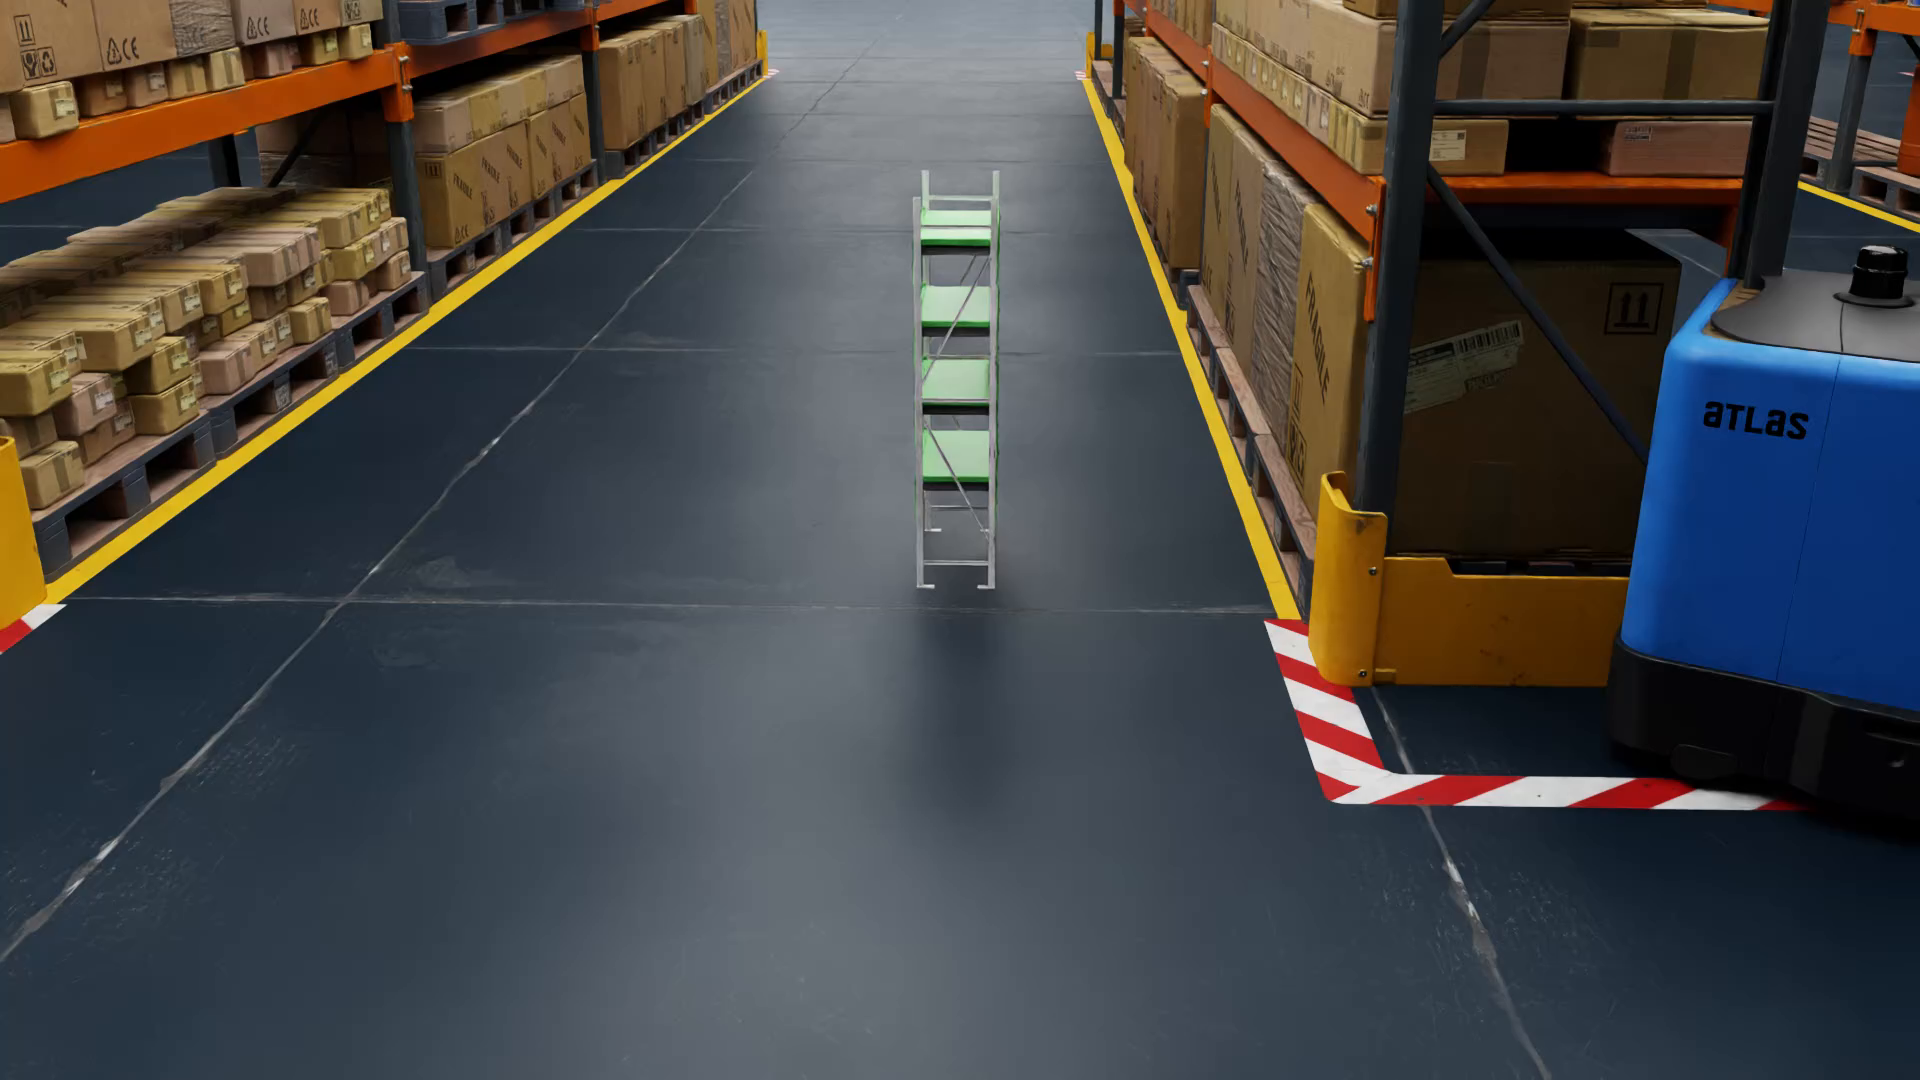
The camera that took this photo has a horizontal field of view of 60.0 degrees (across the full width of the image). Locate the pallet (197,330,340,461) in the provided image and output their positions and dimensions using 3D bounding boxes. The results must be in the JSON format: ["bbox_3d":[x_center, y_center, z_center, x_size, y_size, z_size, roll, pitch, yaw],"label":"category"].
[{"bbox_3d":[-3.272,-0.618,6.830,1.003,0.211,1.213,1,21,2],"label":"pallet"}]

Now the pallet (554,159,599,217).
[{"bbox_3d":[-3.157,-2.467,11.595,1.003,0.211,1.213,1,21,2],"label":"pallet"}]

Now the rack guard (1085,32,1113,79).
[{"bbox_3d":[2.064,-5.658,19.420,1.175,0.500,0.348,1,21,2],"label":"rack guard"}]

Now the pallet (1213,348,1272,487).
[{"bbox_3d":[1.566,-0.496,6.515,1.003,0.211,1.213,1,21,2],"label":"pallet"}]

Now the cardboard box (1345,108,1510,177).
[{"bbox_3d":[1.262,-1.081,4.516,0.380,0.149,0.250,1,21,3],"label":"cardboard box"}]

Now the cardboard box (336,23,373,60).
[{"bbox_3d":[-2.927,-2.286,7.621,0.380,0.149,0.250,0,21,0],"label":"cardboard box"}]

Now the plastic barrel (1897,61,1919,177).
[{"bbox_3d":[6.776,-2.911,11.304,0.600,0.830,0.708,1,21,2],"label":"plastic barrel"}]

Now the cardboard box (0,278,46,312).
[{"bbox_3d":[-3.642,-0.871,6.166,0.380,0.149,0.250,1,21,4],"label":"cardboard box"}]

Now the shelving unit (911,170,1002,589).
[{"bbox_3d":[-0.005,-0.500,5.158,0.258,1.200,0.503,1,21,2],"label":"shelving unit"}]

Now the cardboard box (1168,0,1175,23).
[{"bbox_3d":[1.494,-3.280,9.697,0.500,0.500,0.500,1,21,2],"label":"cardboard box"}]

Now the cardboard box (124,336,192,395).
[{"bbox_3d":[-3.002,-0.628,5.951,0.380,0.149,0.250,1,21,3],"label":"cardboard box"}]

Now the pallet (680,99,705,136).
[{"bbox_3d":[-2.958,-3.916,15.330,1.003,0.211,1.213,1,21,2],"label":"pallet"}]

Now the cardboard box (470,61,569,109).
[{"bbox_3d":[-2.895,-2.997,10.944,0.500,0.250,0.500,1,21,2],"label":"cardboard box"}]

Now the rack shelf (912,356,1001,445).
[{"bbox_3d":[-0.005,-0.440,5.181,0.258,0.148,0.480,1,21,2],"label":"rack shelf"}]

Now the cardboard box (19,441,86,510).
[{"bbox_3d":[-3.039,-0.210,5.283,0.380,0.149,0.250,1,21,3],"label":"cardboard box"}]

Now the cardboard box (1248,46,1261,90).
[{"bbox_3d":[1.321,-1.823,6.428,0.380,0.149,0.250,1,21,2],"label":"cardboard box"}]

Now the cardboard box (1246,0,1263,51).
[{"bbox_3d":[1.395,-2.047,6.454,0.500,0.250,0.500,1,21,3],"label":"cardboard box"}]

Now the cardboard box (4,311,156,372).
[{"bbox_3d":[-2.995,-0.678,5.666,0.380,0.149,0.250,1,21,1],"label":"cardboard box"}]

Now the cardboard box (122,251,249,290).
[{"bbox_3d":[-3.087,-1.055,6.639,0.380,0.149,0.250,1,21,2],"label":"cardboard box"}]

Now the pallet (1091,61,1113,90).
[{"bbox_3d":[2.004,-5.230,18.717,1.003,0.211,1.213,1,21,2],"label":"pallet"}]

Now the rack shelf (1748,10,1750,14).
[{"bbox_3d":[6.956,-5.738,17.165,1.077,0.370,4.000,1,21,2],"label":"rack shelf"}]

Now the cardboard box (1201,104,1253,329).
[{"bbox_3d":[1.602,-1.480,7.553,0.875,0.875,0.875,1,21,2],"label":"cardboard box"}]

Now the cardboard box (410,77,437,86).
[{"bbox_3d":[-3.452,-2.632,10.005,0.500,0.250,0.500,0,21,-1],"label":"cardboard box"}]

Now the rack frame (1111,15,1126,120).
[{"bbox_3d":[1.945,-5.405,15.312,1.000,3.000,0.127,1,21,2],"label":"rack frame"}]

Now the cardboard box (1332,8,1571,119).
[{"bbox_3d":[1.329,-1.313,4.562,0.500,0.250,0.500,0,21,1],"label":"cardboard box"}]

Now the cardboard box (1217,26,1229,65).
[{"bbox_3d":[1.352,-2.197,7.391,0.380,0.149,0.250,0,21,0],"label":"cardboard box"}]

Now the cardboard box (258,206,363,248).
[{"bbox_3d":[-2.972,-1.433,7.614,0.380,0.149,0.250,0,21,1],"label":"cardboard box"}]

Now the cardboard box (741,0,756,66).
[{"bbox_3d":[-2.843,-5.901,18.949,0.875,0.875,0.875,1,21,2],"label":"cardboard box"}]

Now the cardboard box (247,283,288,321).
[{"bbox_3d":[-3.053,-1.018,6.954,0.380,0.149,0.250,0,21,-1],"label":"cardboard box"}]

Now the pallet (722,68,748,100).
[{"bbox_3d":[-2.874,-4.912,17.897,1.003,0.211,1.213,1,21,2],"label":"pallet"}]

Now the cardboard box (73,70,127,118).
[{"bbox_3d":[-3.105,-1.536,5.687,0.380,0.149,0.250,0,21,1],"label":"cardboard box"}]

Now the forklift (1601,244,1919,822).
[{"bbox_3d":[3.121,-0.695,3.269,3.031,2.935,1.130,12,24,28],"label":"forklift"}]

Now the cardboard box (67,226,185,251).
[{"bbox_3d":[-3.571,-1.249,7.138,0.380,0.149,0.250,1,21,3],"label":"cardboard box"}]

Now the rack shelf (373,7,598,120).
[{"bbox_3d":[-3.192,-2.991,10.086,1.077,0.370,4.000,1,21,2],"label":"rack shelf"}]

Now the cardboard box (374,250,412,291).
[{"bbox_3d":[-2.924,-1.325,8.156,0.380,0.149,0.250,1,21,2],"label":"cardboard box"}]

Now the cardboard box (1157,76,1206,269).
[{"bbox_3d":[1.701,-1.949,8.762,1.225,0.875,0.875,1,21,2],"label":"cardboard box"}]

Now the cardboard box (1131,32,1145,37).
[{"bbox_3d":[2.007,-4.787,16.593,0.500,0.500,0.500,8,22,19],"label":"cardboard box"}]

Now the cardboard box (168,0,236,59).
[{"bbox_3d":[-3.057,-2.057,6.134,0.500,0.500,0.500,0,21,0],"label":"cardboard box"}]

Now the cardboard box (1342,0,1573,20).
[{"bbox_3d":[1.332,-1.663,4.429,0.500,0.500,0.500,1,21,2],"label":"cardboard box"}]

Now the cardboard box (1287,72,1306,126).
[{"bbox_3d":[1.291,-1.451,5.468,0.380,0.149,0.250,0,21,0],"label":"cardboard box"}]

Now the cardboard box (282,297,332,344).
[{"bbox_3d":[-2.956,-0.950,7.192,0.380,0.149,0.250,1,21,2],"label":"cardboard box"}]

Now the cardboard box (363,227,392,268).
[{"bbox_3d":[-2.941,-1.393,7.923,0.380,0.149,0.250,0,21,-1],"label":"cardboard box"}]

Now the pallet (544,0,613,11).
[{"bbox_3d":[-3.047,-3.701,11.187,1.213,0.211,1.003,1,21,2],"label":"pallet"}]

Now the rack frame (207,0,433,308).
[{"bbox_3d":[-3.253,-2.603,8.092,1.000,3.000,0.127,1,21,2],"label":"rack frame"}]

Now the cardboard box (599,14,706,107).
[{"bbox_3d":[-2.939,-4.417,15.297,1.050,0.750,0.750,1,21,1],"label":"cardboard box"}]

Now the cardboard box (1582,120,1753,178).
[{"bbox_3d":[1.921,-1.074,4.496,0.380,0.149,0.250,1,21,2],"label":"cardboard box"}]

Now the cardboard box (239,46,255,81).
[{"bbox_3d":[-3.066,-1.907,6.645,0.380,0.149,0.250,0,21,1],"label":"cardboard box"}]

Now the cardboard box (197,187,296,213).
[{"bbox_3d":[-3.471,-1.625,8.109,0.380,0.149,0.250,1,21,4],"label":"cardboard box"}]

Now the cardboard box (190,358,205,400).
[{"bbox_3d":[-3.082,-0.580,6.237,0.380,0.149,0.250,1,21,2],"label":"cardboard box"}]

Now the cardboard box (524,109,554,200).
[{"bbox_3d":[-2.909,-2.460,10.598,0.500,0.500,0.500,0,21,-1],"label":"cardboard box"}]

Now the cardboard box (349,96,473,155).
[{"bbox_3d":[-2.966,-2.248,9.013,0.500,0.250,0.500,0,21,-1],"label":"cardboard box"}]

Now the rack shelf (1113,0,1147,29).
[{"bbox_3d":[1.884,-4.346,13.578,1.077,0.370,4.000,1,21,2],"label":"rack shelf"}]

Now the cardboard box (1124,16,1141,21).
[{"bbox_3d":[2.031,-5.656,18.834,0.500,0.500,0.500,5,22,12],"label":"cardboard box"}]

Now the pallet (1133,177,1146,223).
[{"bbox_3d":[1.724,-2.374,11.356,1.003,0.211,1.213,1,21,2],"label":"pallet"}]

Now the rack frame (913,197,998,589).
[{"bbox_3d":[-0.012,-0.411,4.930,0.240,1.200,0.015,1,21,2],"label":"rack frame"}]
